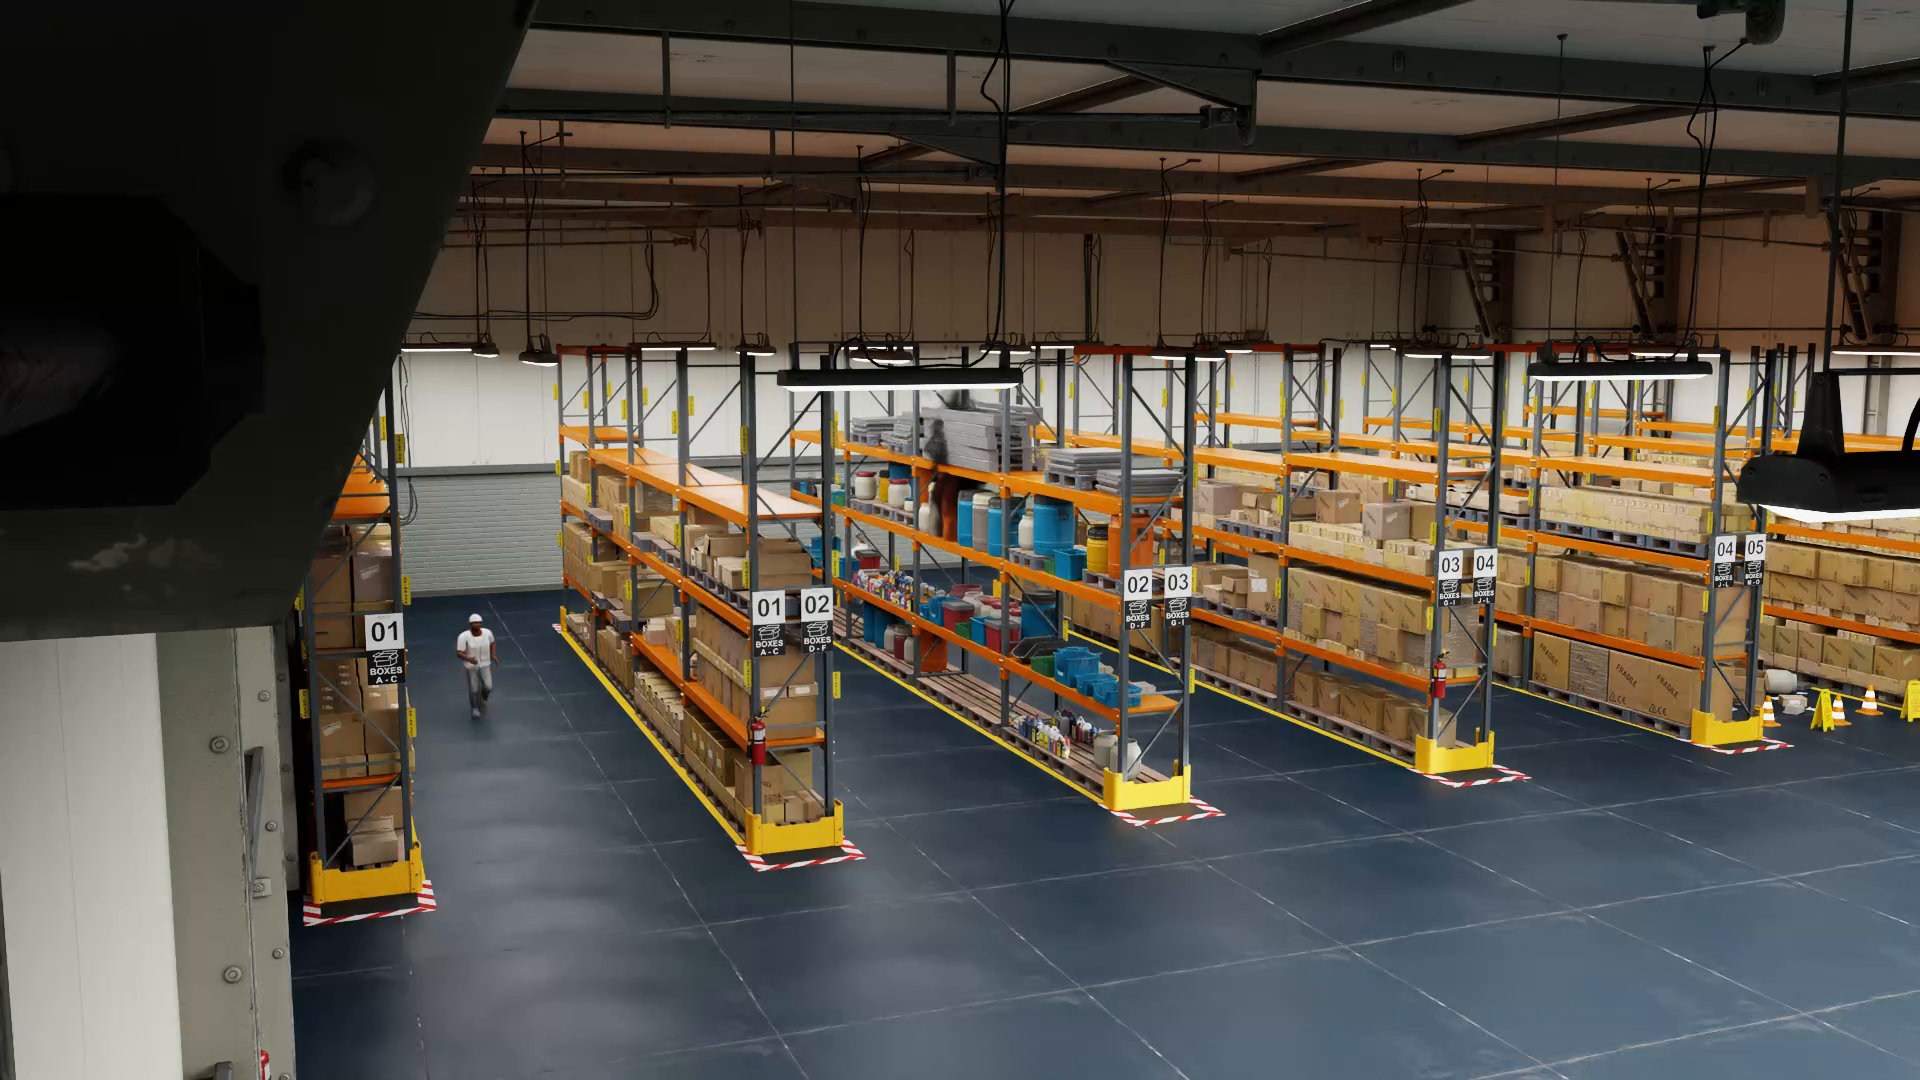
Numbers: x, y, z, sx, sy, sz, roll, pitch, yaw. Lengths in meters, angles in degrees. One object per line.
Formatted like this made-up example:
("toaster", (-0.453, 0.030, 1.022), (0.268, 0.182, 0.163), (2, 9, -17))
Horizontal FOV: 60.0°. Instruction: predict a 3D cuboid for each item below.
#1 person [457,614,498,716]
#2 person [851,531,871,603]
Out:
("person", (-7.807, 2.043, 26.986), (0.682, 1.716, 0.699), (-4, 8, -31))
("person", (-2.060, 0.652, 37.840), (0.911, 1.752, 0.699), (1, 7, 4))
